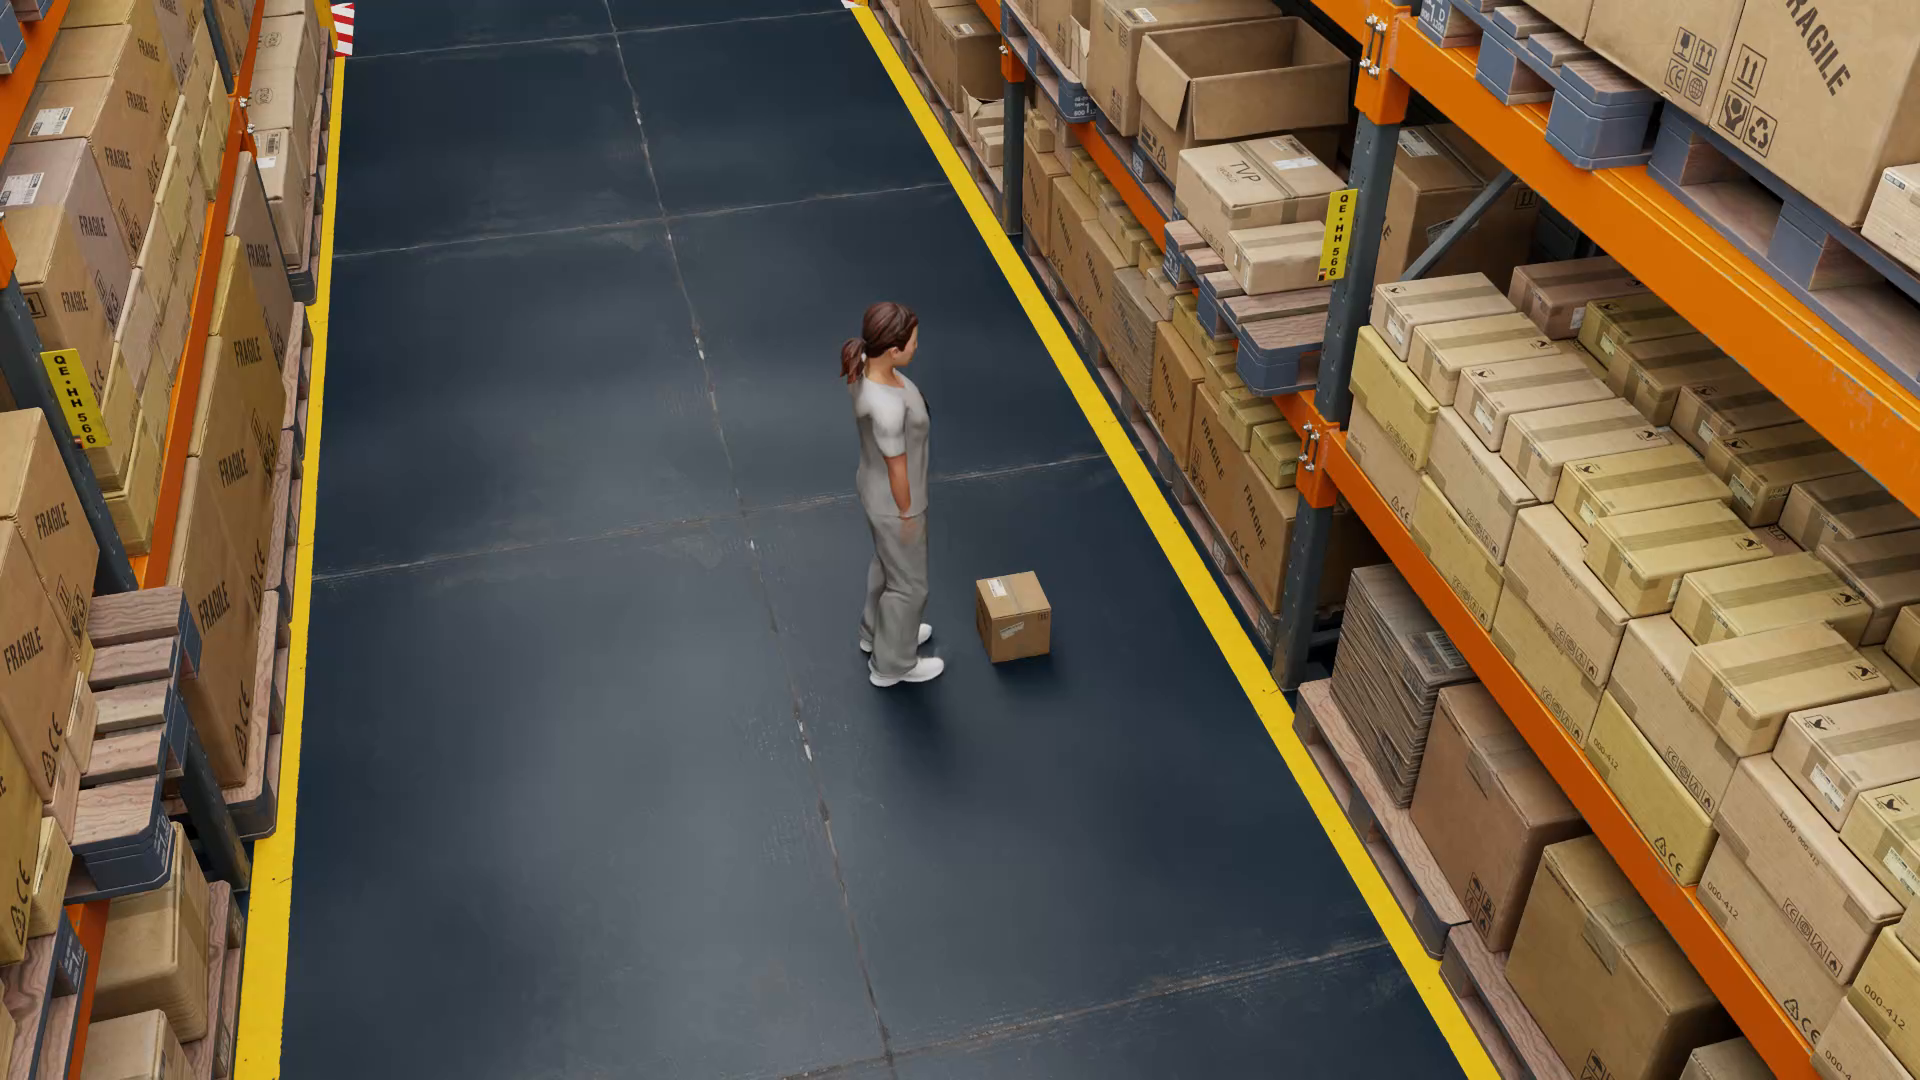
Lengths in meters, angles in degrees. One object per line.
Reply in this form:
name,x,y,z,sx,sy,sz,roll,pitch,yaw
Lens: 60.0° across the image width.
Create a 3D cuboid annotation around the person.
person,-0.272,-0.171,6.378,0.361,1.669,0.441,-9,39,-11
